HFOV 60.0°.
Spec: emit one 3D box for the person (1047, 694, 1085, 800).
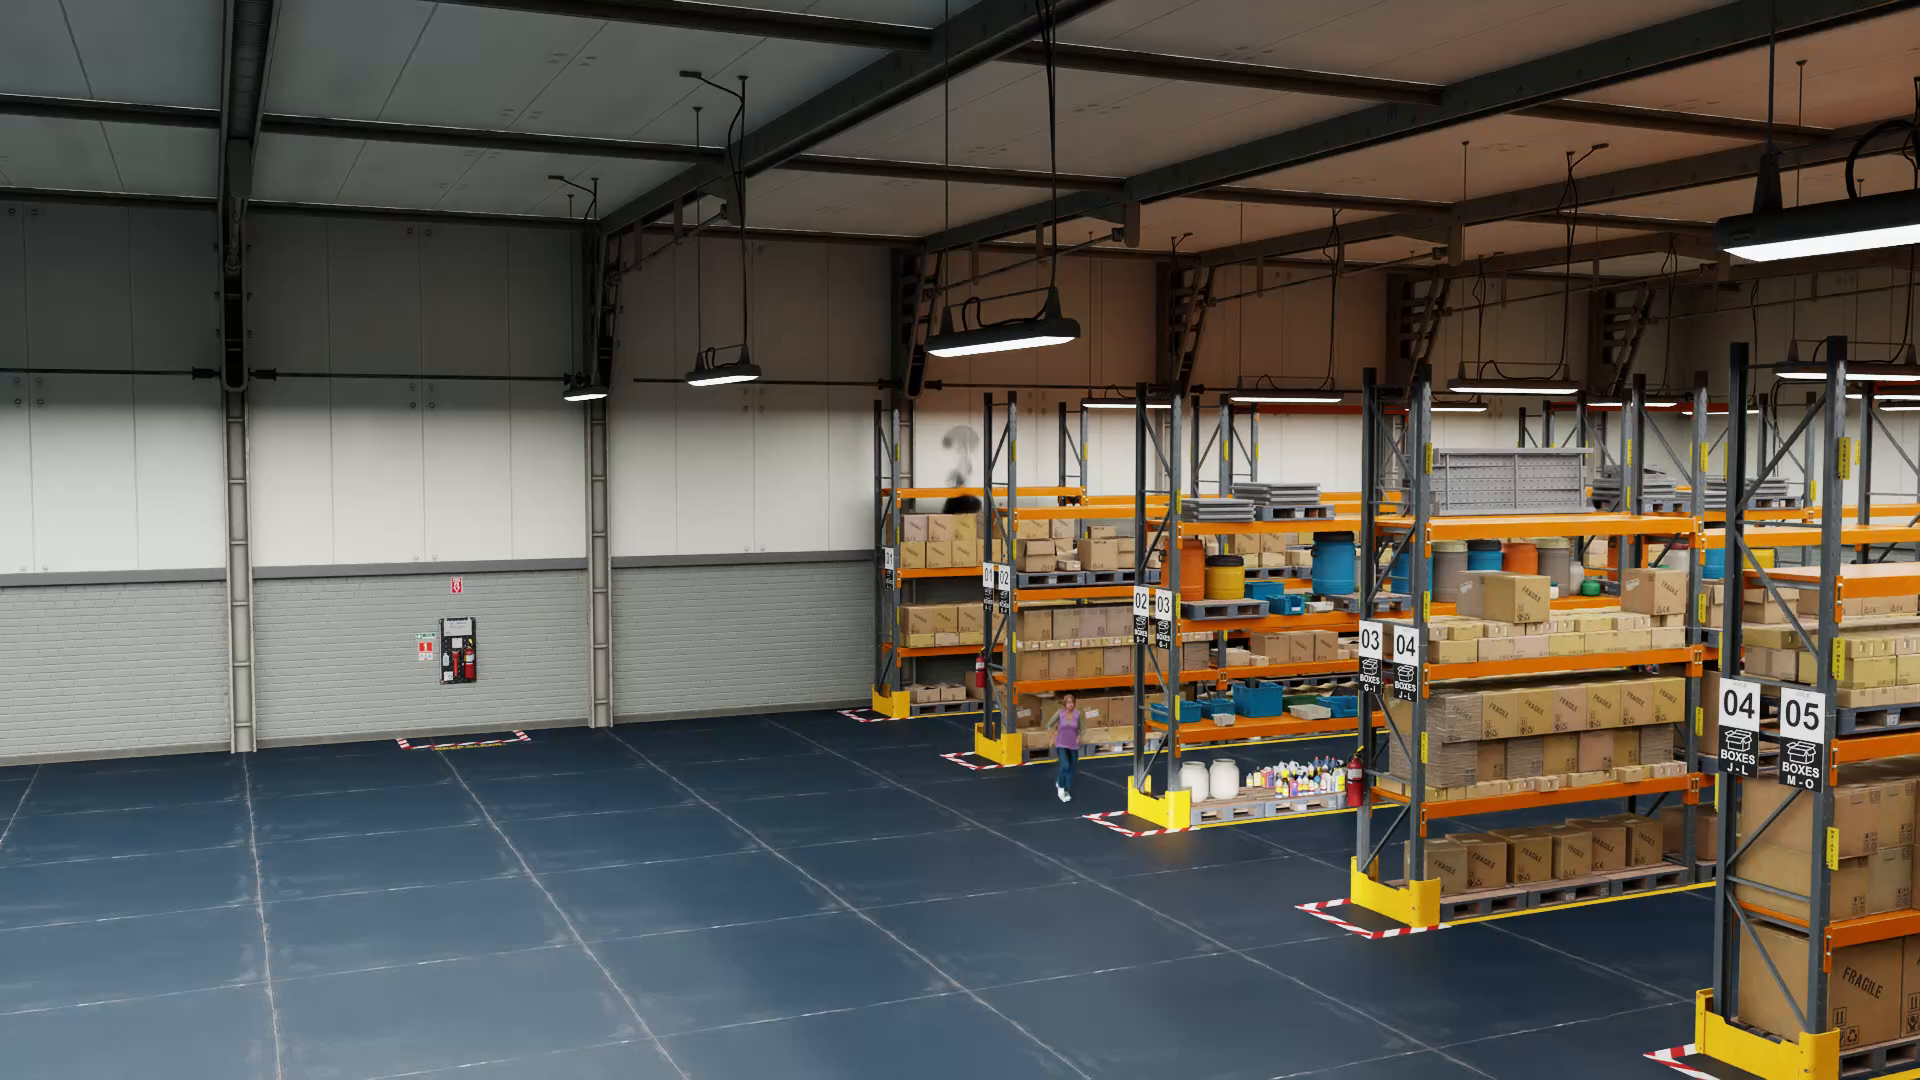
[{"bbox_3d":[1.533,2.981,23.836,0.500,1.554,0.689,-1,3,-12],"label":"person"}]
